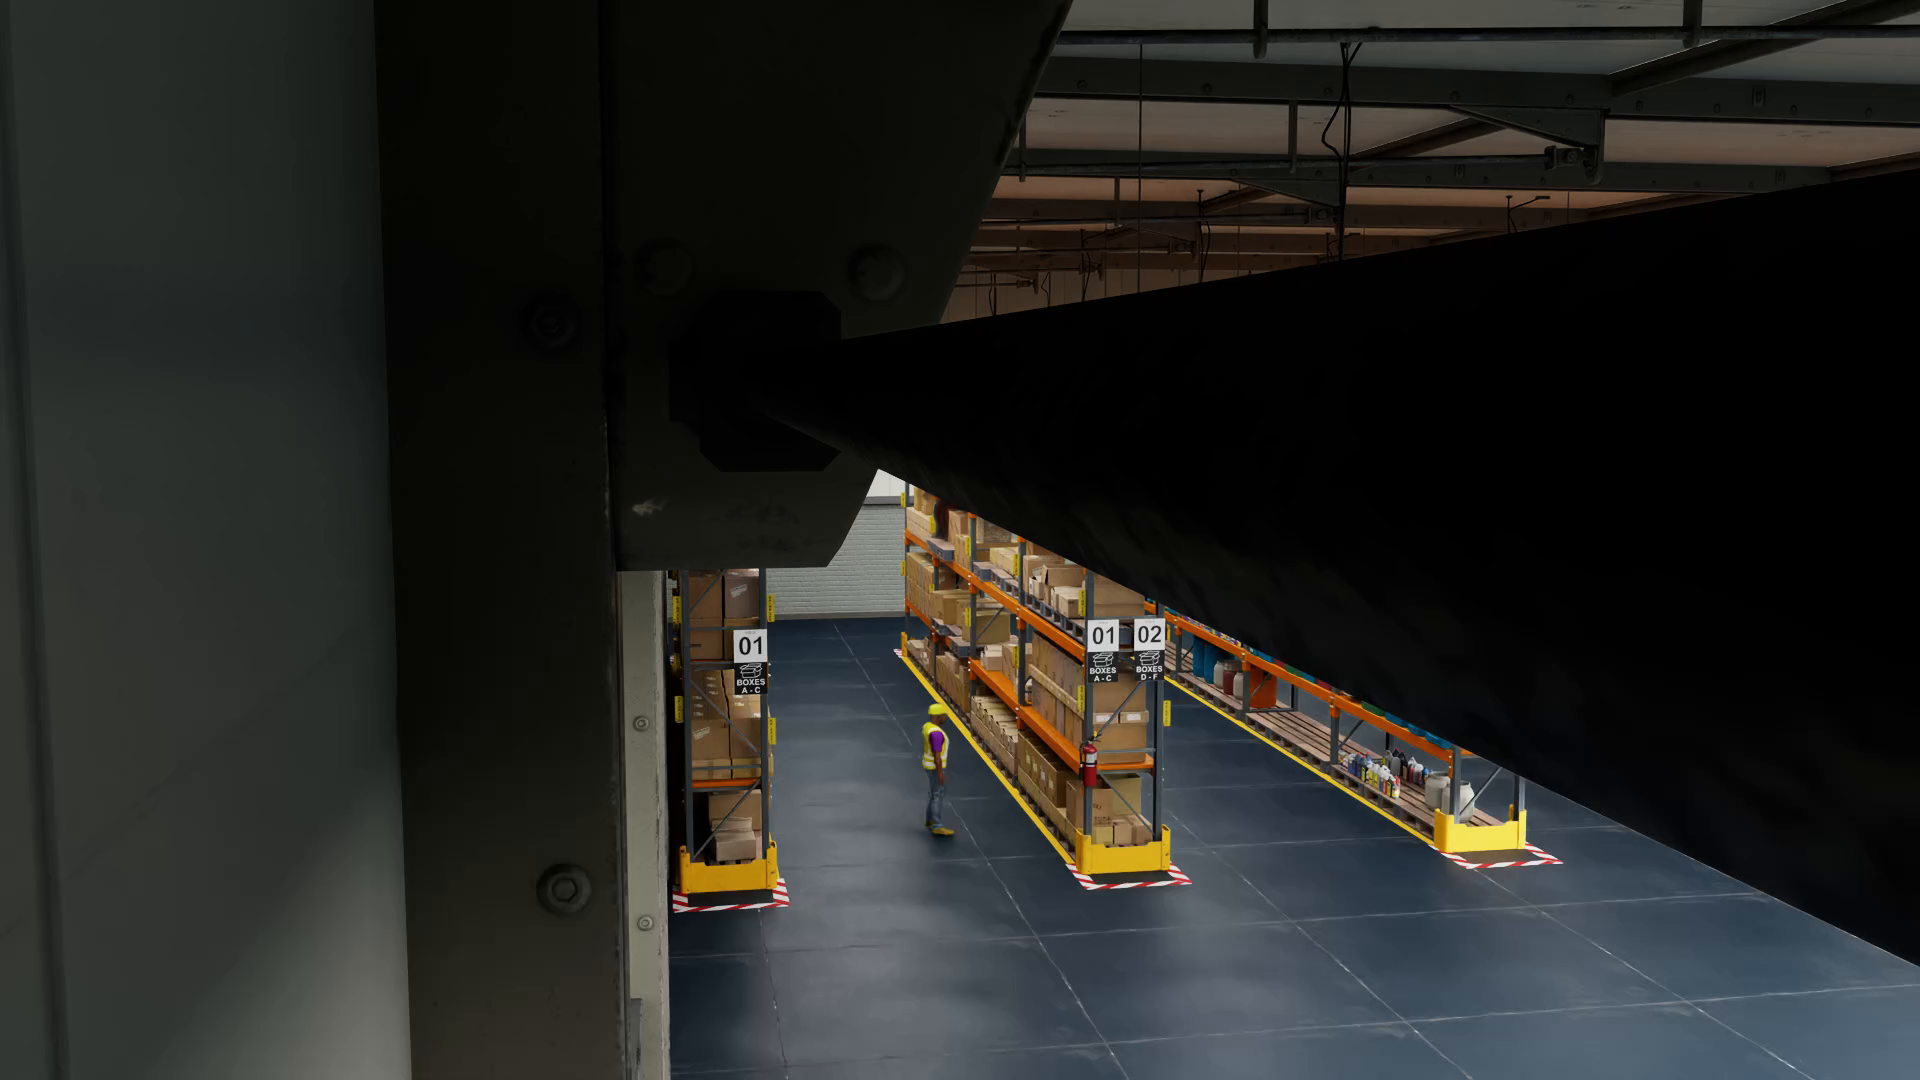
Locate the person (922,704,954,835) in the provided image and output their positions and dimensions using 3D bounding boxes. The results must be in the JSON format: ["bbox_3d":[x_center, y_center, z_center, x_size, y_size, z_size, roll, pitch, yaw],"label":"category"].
[{"bbox_3d":[-0.306,3.147,22.662,0.390,1.848,0.650,-1,6,-10],"label":"person"}]
